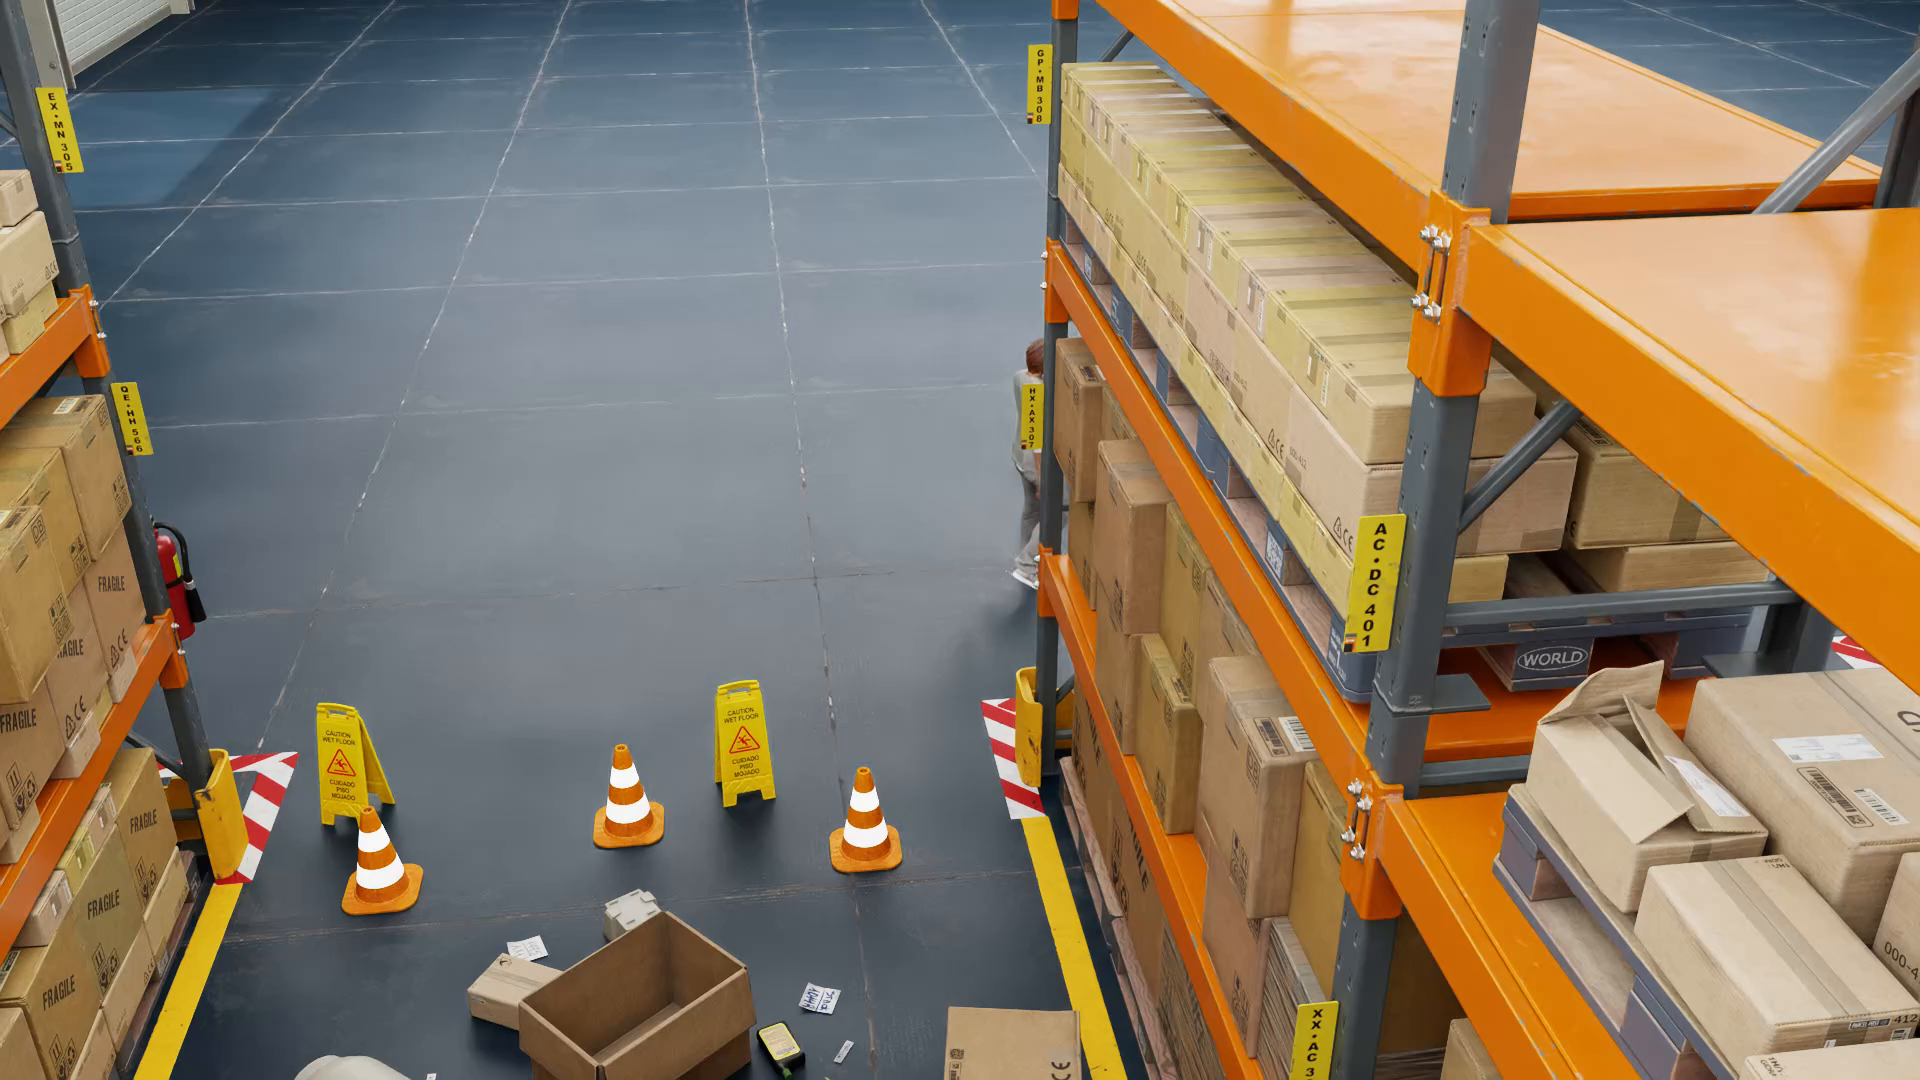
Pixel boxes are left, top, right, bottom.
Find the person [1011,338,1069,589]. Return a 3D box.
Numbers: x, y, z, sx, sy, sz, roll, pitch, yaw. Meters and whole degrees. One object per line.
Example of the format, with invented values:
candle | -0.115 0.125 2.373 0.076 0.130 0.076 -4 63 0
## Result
person | 0.474 -0.455 9.941 0.400 1.584 0.521 -8 29 -15
